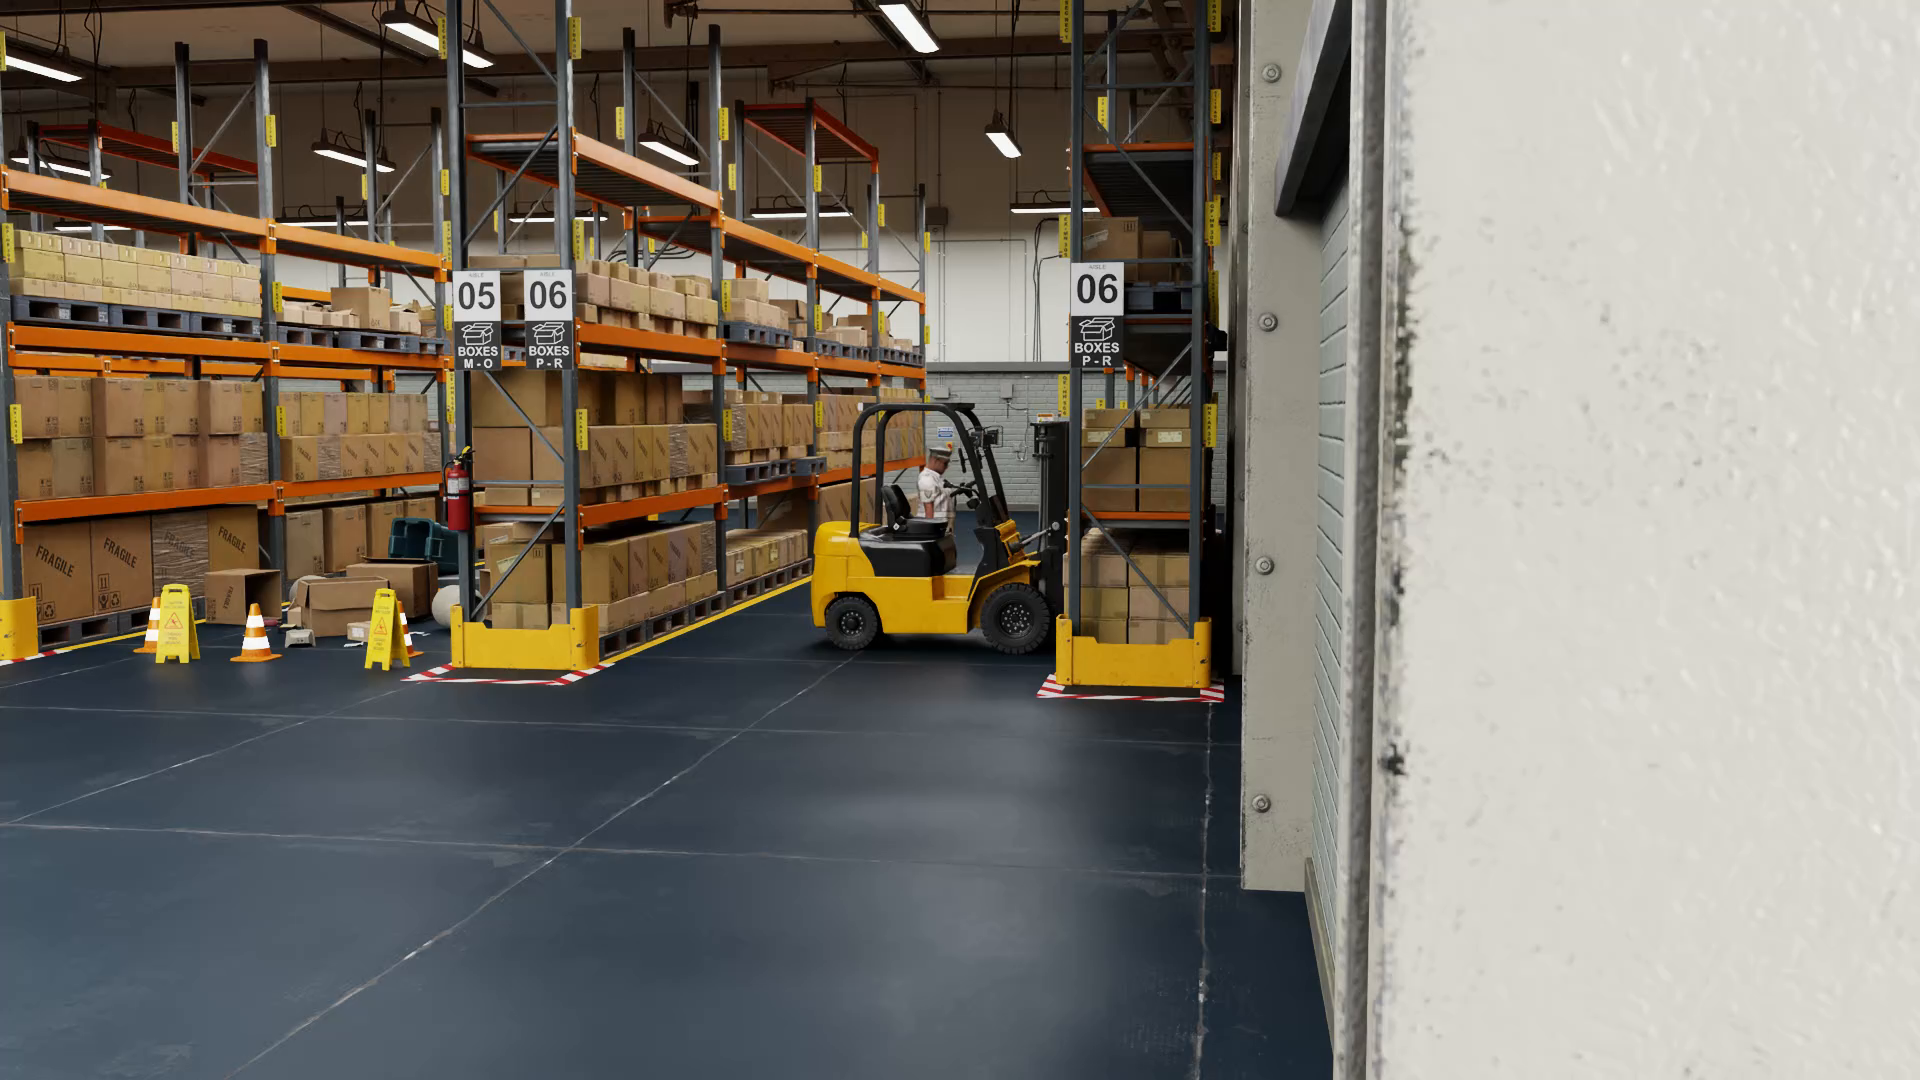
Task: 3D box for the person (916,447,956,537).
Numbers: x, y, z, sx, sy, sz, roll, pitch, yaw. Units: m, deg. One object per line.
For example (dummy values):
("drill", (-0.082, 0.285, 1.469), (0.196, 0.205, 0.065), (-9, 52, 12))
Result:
("person", (-0.243, -0.057, 16.491), (0.389, 1.736, 0.530), (1, 4, 10))
